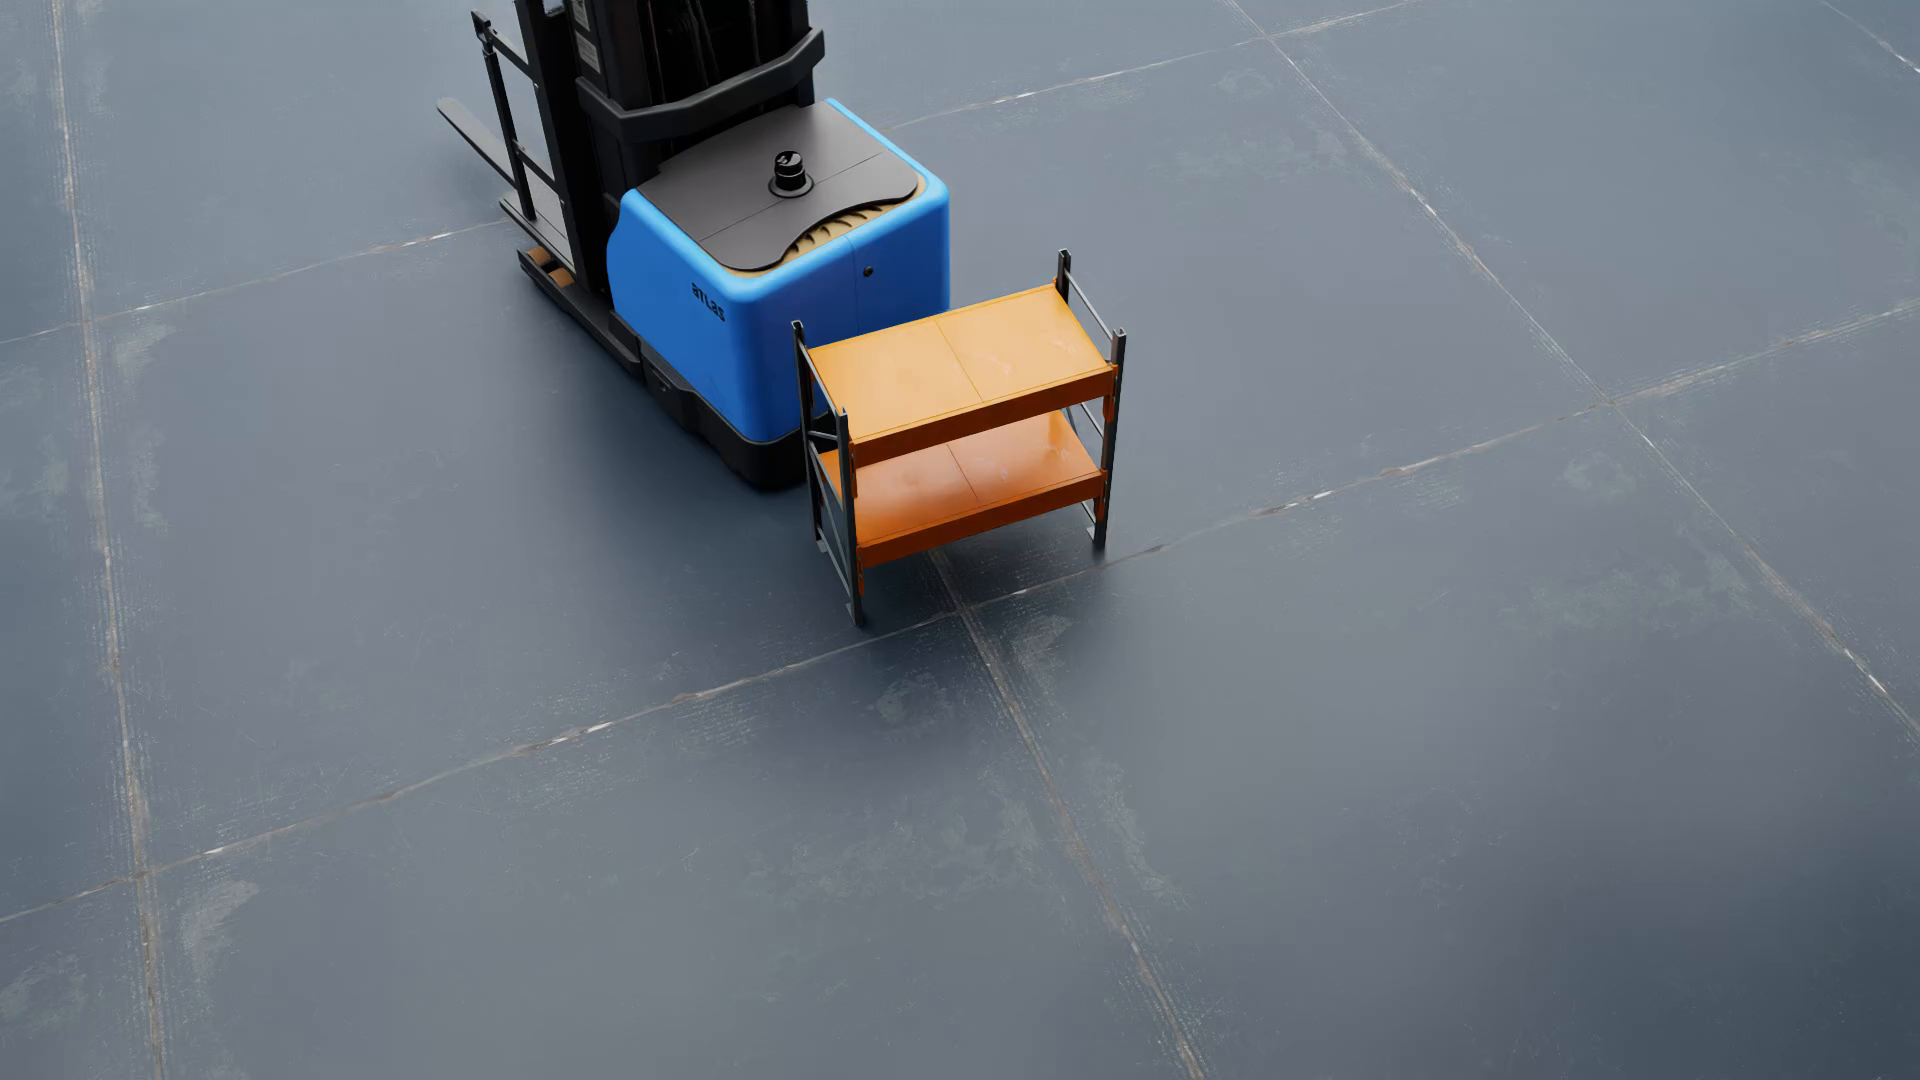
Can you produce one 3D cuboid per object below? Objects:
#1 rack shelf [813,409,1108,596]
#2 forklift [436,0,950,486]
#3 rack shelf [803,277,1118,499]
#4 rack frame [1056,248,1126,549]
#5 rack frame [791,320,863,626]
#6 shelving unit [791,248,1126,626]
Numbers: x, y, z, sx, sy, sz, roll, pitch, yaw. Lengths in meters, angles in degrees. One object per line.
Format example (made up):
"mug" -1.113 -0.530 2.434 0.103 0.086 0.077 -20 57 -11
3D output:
"rack shelf" -0.006 -0.205 6.348 1.000 0.278 0.538 -17 52 -14
"forklift" -1.348 -2.231 6.575 1.130 2.935 3.031 -32 56 -24
"rack shelf" -0.006 -0.555 5.940 1.000 0.278 0.538 -17 52 -14
"rack frame" 0.464 -0.510 6.288 0.032 1.125 0.500 -17 52 -14
"rack frame" -0.477 -0.219 6.037 0.032 1.125 0.500 -17 52 -14
"shelving unit" -0.006 -0.365 6.162 1.048 1.125 0.538 -17 52 -14
